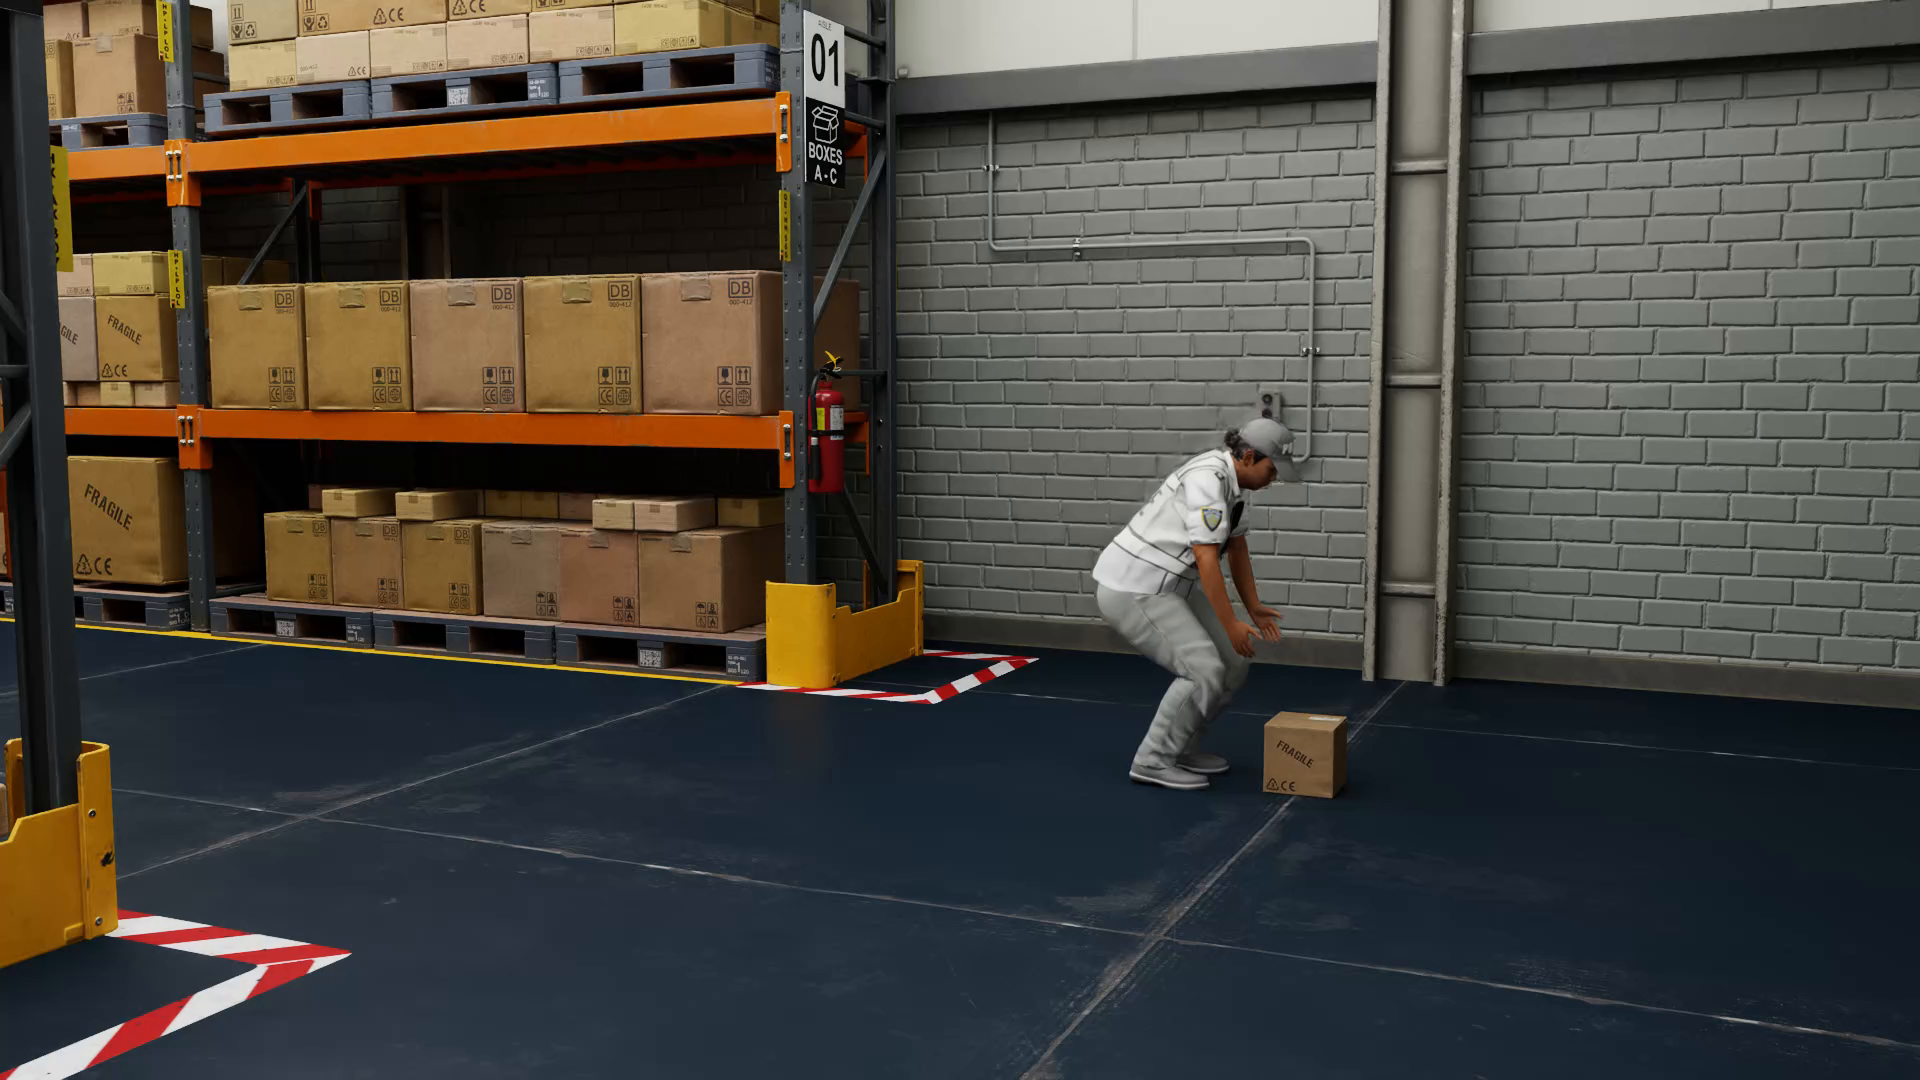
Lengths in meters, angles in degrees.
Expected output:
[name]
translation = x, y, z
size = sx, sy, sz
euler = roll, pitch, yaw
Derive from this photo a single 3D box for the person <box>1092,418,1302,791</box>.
[person]
translation = 0.885, 0.221, 6.188
size = 0.745, 1.351, 0.536
euler = 3, 6, 24
